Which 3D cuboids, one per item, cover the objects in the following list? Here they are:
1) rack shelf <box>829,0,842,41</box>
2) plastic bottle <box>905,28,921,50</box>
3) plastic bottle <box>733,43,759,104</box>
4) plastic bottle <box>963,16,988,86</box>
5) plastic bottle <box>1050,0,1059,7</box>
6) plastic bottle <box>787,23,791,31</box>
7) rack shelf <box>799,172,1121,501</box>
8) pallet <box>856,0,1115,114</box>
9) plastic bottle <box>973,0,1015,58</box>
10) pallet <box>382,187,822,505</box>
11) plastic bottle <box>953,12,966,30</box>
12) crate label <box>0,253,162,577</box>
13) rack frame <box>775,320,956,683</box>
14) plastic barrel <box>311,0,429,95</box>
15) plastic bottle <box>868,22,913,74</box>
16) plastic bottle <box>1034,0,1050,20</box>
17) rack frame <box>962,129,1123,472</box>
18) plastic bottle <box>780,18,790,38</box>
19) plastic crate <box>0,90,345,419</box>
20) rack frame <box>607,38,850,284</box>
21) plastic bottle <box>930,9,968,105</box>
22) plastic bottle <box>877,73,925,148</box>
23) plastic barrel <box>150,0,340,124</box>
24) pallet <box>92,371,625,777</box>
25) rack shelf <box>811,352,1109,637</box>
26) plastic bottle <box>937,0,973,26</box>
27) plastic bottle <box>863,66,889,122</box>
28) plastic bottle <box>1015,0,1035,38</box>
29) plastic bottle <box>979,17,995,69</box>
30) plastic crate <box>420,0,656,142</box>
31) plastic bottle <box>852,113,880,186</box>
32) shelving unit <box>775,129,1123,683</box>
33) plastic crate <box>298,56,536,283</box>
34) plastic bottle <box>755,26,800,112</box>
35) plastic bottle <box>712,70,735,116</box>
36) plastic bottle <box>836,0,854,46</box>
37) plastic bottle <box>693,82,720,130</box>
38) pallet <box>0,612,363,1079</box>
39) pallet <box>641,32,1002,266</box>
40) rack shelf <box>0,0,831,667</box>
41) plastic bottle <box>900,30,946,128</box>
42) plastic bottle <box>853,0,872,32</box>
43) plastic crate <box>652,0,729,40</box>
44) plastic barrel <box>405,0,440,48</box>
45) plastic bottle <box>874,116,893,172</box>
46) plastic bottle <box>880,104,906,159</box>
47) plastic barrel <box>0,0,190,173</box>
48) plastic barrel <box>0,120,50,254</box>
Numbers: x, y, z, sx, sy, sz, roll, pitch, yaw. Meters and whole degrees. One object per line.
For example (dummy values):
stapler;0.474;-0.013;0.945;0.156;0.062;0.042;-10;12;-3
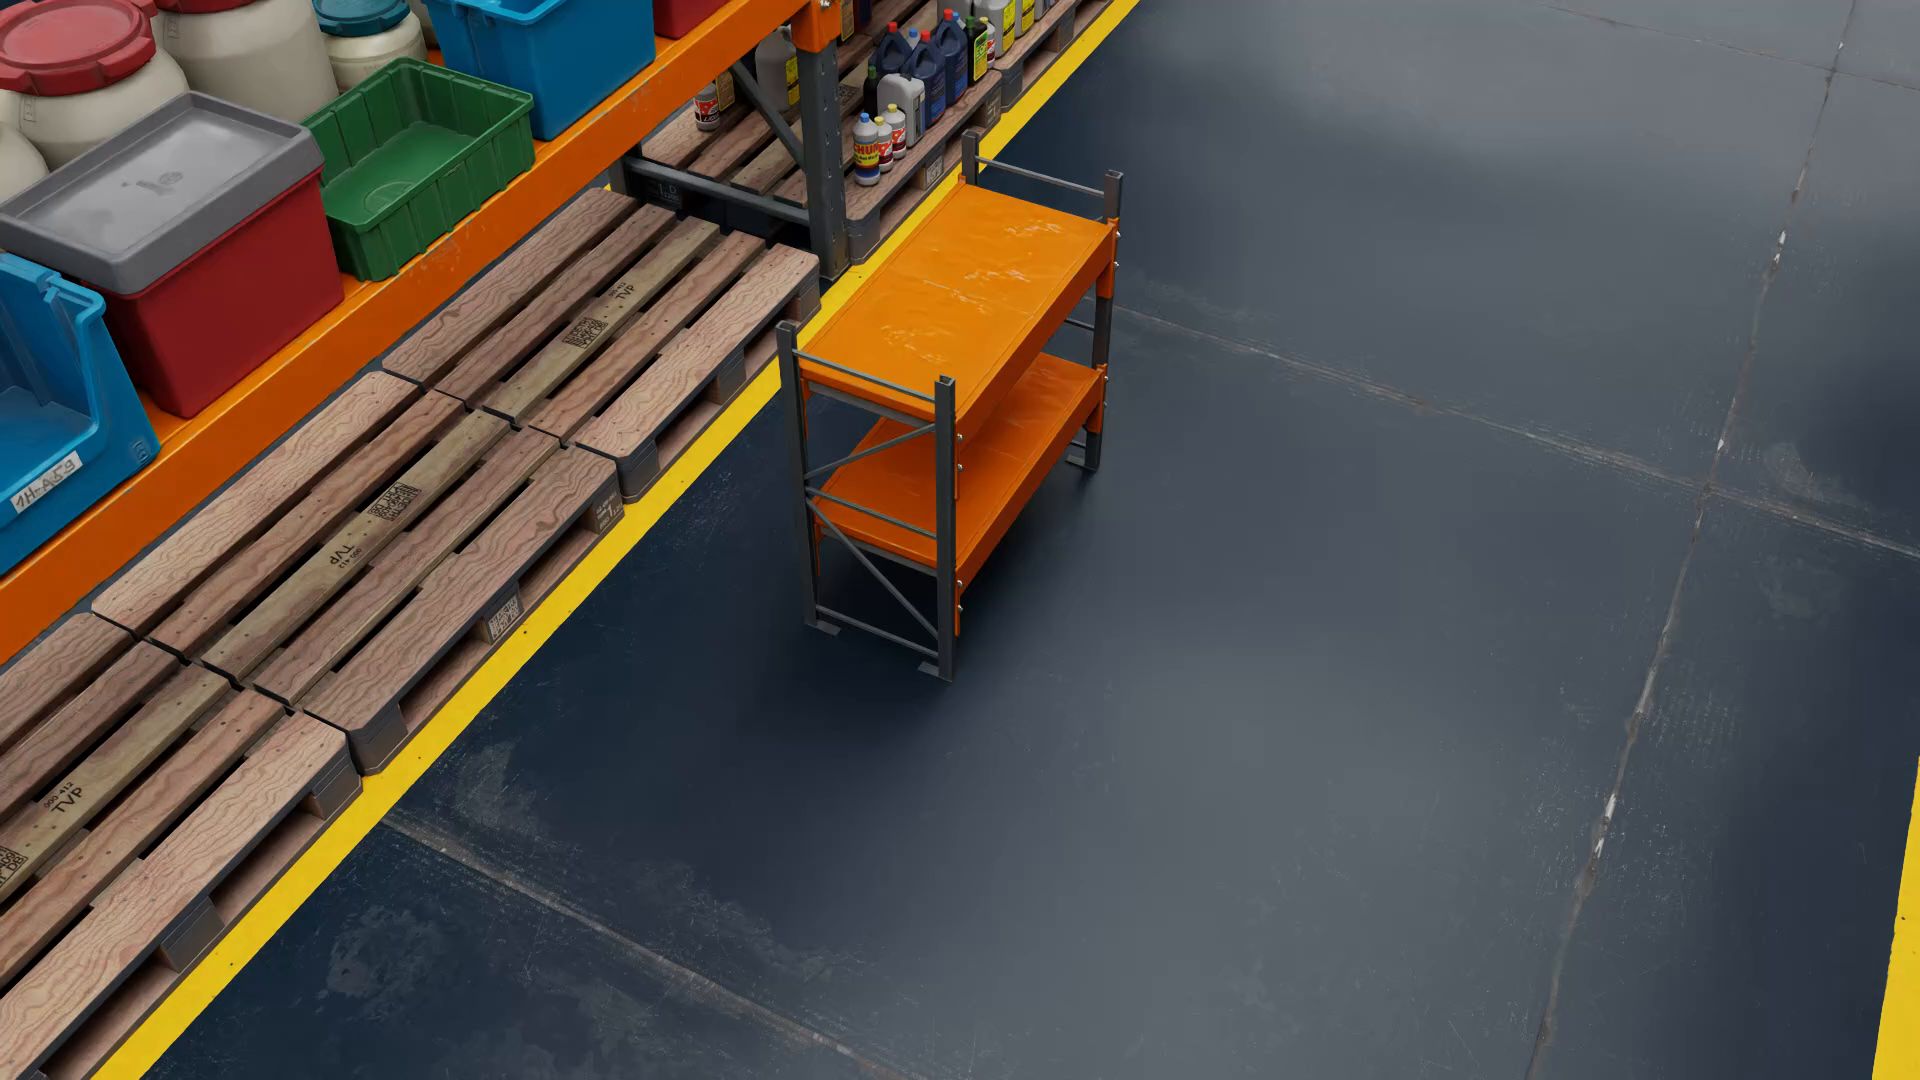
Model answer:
rack shelf;0.042;-3.219;6.828;1.077;0.370;4.000;20;49;19
plastic bottle;-0.184;-1.910;6.638;0.097;0.271;0.097;0;45;0
plastic bottle;-0.842;-1.936;6.608;0.144;0.351;0.185;19;48;18
plastic bottle;0.057;-1.992;6.710;0.061;0.283;0.133;23;50;21
plastic bottle;0.365;-2.477;7.195;0.152;0.276;0.135;21;49;19
plastic bottle;-0.611;-1.998;6.721;0.152;0.276;0.135;20;49;19
rack shelf;-0.003;-0.597;4.638;0.538;0.278;1.000;20;49;19
pallet;0.028;-2.412;7.486;1.003;0.211;1.213;20;49;19
plastic bottle;0.141;-2.193;6.862;0.144;0.351;0.185;20;49;19
pallet;-1.216;-0.724;5.817;1.003;0.211;1.213;20;49;19
plastic bottle;-0.021;-2.003;6.729;0.097;0.271;0.097;0;45;0
crate label;-2.042;-0.241;3.354;0.502;0.435;0.616;20;49;19
rack frame;-0.239;-0.071;4.529;0.500;1.125;0.032;20;49;19
plastic barrel;-1.636;-1.380;4.602;0.301;0.262;0.301;0;45;0
plastic bottle;-0.272;-1.854;6.527;0.144;0.351;0.185;20;49;19
plastic bottle;0.301;-2.390;7.109;0.152;0.276;0.135;19;48;18
rack frame;0.233;-0.711;5.162;0.500;1.125;0.032;20;49;19
plastic bottle;-0.753;-2.057;6.727;0.144;0.351;0.185;18;48;17
plastic crate;-1.722;-0.631;3.720;0.402;0.464;0.583;20;49;19
rack frame;-0.886;-2.212;5.327;1.000;3.000;0.127;20;49;19
plastic bottle;-0.056;-1.926;6.597;0.144;0.351;0.185;19;48;17
plastic bottle;-0.224;-1.678;6.405;0.152;0.276;0.135;22;49;20
plastic barrel;-1.865;-1.267;4.298;0.433;0.535;0.433;0;45;0
pallet;-1.782;0.047;5.055;1.003;0.211;1.213;20;49;19
rack shelf;-0.003;-0.219;5.020;0.538;0.278;1.000;20;49;19
plastic bottle;-0.002;-2.200;6.921;0.152;0.276;0.135;20;49;19
plastic bottle;-0.319;-1.715;6.437;0.061;0.283;0.133;20;49;19
plastic bottle;0.227;-2.311;6.978;0.144;0.351;0.185;22;49;21
plastic bottle;0.096;-2.044;6.819;0.097;0.201;0.097;0;45;0
plastic crate;-1.123;-1.408;4.544;0.392;0.384;0.575;20;49;19
plastic bottle;-0.350;-1.463;6.196;0.097;0.271;0.097;0;45;0
shelving unit;-0.003;-0.391;4.846;0.538;1.125;1.048;20;49;19
plastic crate;-1.445;-0.947;4.226;0.450;0.188;0.662;20;49;19
plastic bottle;-0.715;-1.889;6.561;0.144;0.351;0.185;20;49;19
plastic bottle;-0.955;-1.824;6.544;0.061;0.283;0.133;23;50;21
plastic bottle;-0.501;-2.219;6.935;0.061;0.283;0.133;20;49;19
plastic bottle;-0.994;-1.714;6.493;0.097;0.201;0.097;0;45;0
pallet;-2.349;0.813;4.298;1.003;0.211;1.213;20;49;19
pallet;-0.537;-1.641;6.723;1.003;0.211;1.213;20;49;19
rack shelf;-1.815;-0.699;4.338;1.077;0.370;4.000;20;49;19
plastic bottle;-0.144;-1.807;6.480;0.144;0.351;0.185;22;49;20
plastic bottle;-0.430;-2.303;7.018;0.061;0.283;0.133;20;49;19
plastic crate;-0.840;-1.828;4.903;0.402;0.464;0.583;20;49;19
plastic barrel;-1.525;-1.729;4.754;0.433;0.535;0.433;0;45;0
plastic bottle;-0.303;-1.503;6.284;0.097;0.201;0.097;0;45;0
plastic bottle;-0.256;-1.567;6.348;0.097;0.201;0.097;0;45;0
plastic barrel;-2.066;-0.994;4.028;0.433;0.535;0.433;0;45;0
plastic barrel;-2.259;-0.715;3.769;0.421;0.512;0.421;0;45;0
